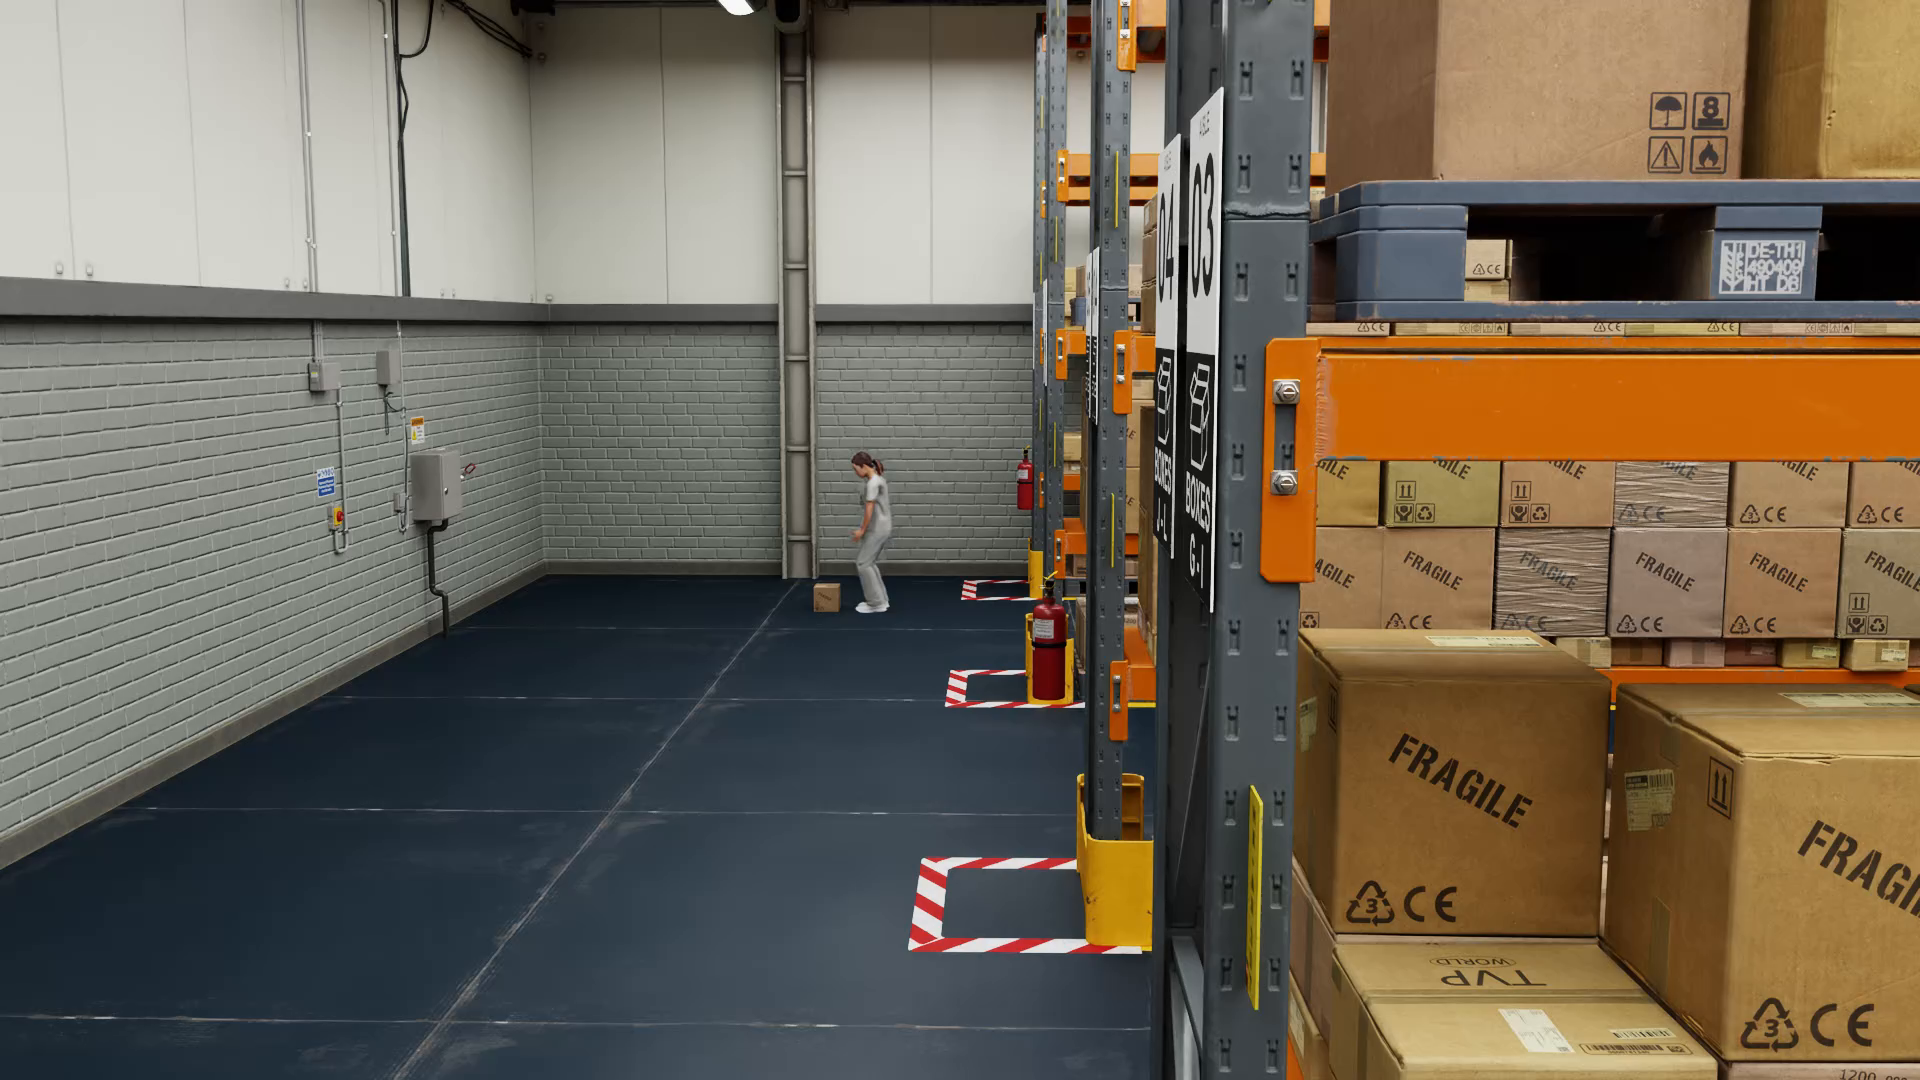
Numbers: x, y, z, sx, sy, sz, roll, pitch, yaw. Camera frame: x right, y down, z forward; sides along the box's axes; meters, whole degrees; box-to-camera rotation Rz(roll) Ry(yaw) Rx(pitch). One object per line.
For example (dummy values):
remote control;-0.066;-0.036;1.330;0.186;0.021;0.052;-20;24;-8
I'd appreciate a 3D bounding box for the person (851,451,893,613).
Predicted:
person;-0.886;0.024;16.725;0.406;1.398;0.464;0;7;3
